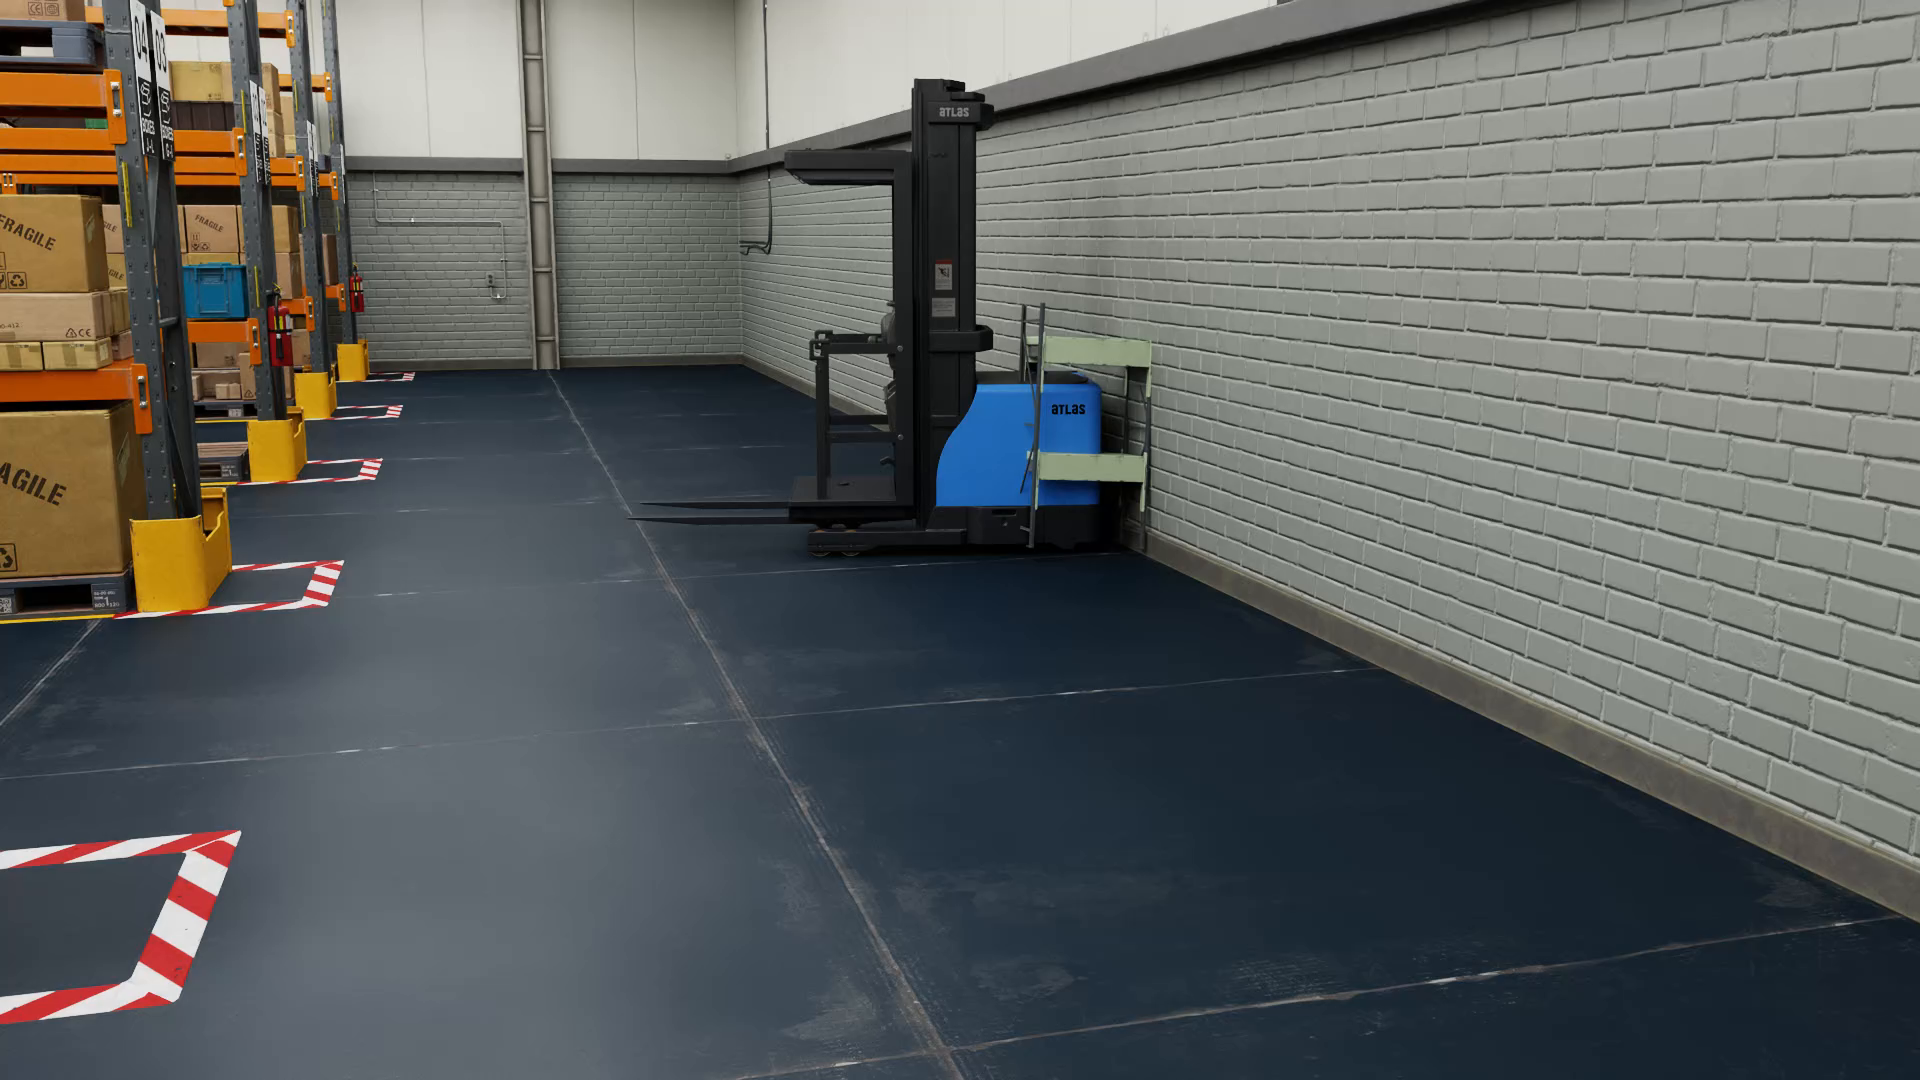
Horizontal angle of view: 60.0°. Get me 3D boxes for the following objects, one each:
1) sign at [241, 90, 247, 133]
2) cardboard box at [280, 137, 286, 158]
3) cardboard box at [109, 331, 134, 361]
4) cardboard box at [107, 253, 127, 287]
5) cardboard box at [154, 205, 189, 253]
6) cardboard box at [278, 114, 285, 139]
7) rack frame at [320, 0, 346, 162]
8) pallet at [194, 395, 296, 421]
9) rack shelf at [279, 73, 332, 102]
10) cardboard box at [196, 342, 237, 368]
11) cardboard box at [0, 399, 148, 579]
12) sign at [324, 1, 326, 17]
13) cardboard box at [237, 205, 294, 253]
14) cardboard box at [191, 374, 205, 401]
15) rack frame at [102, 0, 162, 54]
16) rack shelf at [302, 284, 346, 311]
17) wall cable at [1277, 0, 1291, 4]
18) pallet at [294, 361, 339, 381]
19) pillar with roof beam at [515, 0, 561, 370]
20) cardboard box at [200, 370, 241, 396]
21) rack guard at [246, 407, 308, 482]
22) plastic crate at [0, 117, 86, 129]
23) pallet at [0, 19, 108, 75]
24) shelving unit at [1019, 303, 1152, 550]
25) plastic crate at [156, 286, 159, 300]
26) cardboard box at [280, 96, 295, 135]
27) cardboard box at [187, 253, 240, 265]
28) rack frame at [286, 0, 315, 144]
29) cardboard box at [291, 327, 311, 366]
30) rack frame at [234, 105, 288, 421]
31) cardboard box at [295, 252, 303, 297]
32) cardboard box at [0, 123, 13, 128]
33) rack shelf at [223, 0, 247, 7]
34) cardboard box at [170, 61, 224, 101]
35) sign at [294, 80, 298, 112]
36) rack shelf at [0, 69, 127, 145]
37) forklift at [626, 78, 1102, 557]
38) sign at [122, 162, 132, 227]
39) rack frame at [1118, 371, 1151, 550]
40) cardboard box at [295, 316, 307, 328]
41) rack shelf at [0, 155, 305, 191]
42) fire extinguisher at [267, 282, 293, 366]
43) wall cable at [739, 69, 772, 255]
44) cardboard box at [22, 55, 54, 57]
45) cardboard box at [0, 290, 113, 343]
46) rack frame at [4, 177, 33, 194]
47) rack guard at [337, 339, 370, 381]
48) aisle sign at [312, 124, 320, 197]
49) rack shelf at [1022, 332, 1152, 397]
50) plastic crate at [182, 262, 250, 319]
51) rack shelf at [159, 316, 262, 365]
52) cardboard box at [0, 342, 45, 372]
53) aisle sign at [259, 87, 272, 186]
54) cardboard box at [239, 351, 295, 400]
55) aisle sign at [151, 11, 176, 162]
[{"bbox_3d":[-5.653,-3.381,13.130,0.005,0.325,0.100,-3,11,-16],"label":"sign"},{"bbox_3d":[-7.767,-4.333,18.426,0.500,0.250,0.500,-3,11,-16],"label":"cardboard box"},{"bbox_3d":[-4.871,-1.107,9.467,0.250,0.149,0.380,-3,11,-15],"label":"cardboard box"},{"bbox_3d":[-9.019,-2.816,17.780,0.500,0.500,0.500,-3,11,-17],"label":"cardboard box"},{"bbox_3d":[-8.535,-3.331,17.817,0.500,0.500,0.500,-3,11,-14],"label":"cardboard box"},{"bbox_3d":[-7.769,-4.580,18.386,0.500,0.250,0.500,-3,11,-16],"label":"cardboard box"},{"bbox_3d":[-8.591,-6.724,22.719,0.127,3.000,1.000,-3,11,-16],"label":"rack frame"},{"bbox_3d":[-8.041,-1.497,18.597,1.213,0.211,1.003,-3,11,-16],"label":"pallet"},{"bbox_3d":[-10.511,-6.073,22.270,4.000,0.370,1.077,-3,11,-16],"label":"rack shelf"},{"bbox_3d":[-10.198,-2.647,22.887,0.500,0.500,0.700,-3,11,-18],"label":"cardboard box"},{"bbox_3d":[-5.030,-0.306,9.133,0.875,0.875,0.875,-3,11,-16],"label":"cardboard box"},{"bbox_3d":[-8.453,-7.128,22.111,0.005,0.325,0.100,-3,11,-16],"label":"sign"},{"bbox_3d":[-7.553,-3.384,18.104,0.500,0.500,0.500,-3,11,-16],"label":"cardboard box"},{"bbox_3d":[-8.577,-1.664,18.179,0.500,0.250,0.500,-3,11,-16],"label":"cardboard box"},{"bbox_3d":[-4.438,-4.141,8.687,0.127,3.000,1.000,-3,11,-16],"label":"rack frame"},{"bbox_3d":[-10.511,-3.319,22.777,4.000,0.370,1.077,-3,11,-16],"label":"rack shelf"},{"bbox_3d":[1.955,-5.410,6.695,0.120,5.999,2.277,-3,11,-16],"label":"wall cable"},{"bbox_3d":[-9.337,-2.348,23.221,1.213,0.211,1.003,-3,11,-16],"label":"pallet"},{"bbox_3d":[-5.037,-6.263,20.212,0.400,9.000,9.100,-3,11,-16],"label":"pillar with roof beam"},{"bbox_3d":[-8.284,-1.774,18.775,0.500,0.250,0.500,-3,11,-16],"label":"cardboard box"},{"bbox_3d":[-5.803,-0.826,14.152,0.348,0.500,1.175,-3,11,-16],"label":"rack guard"},{"bbox_3d":[-7.366,-3.467,13.480,0.767,0.338,0.504,-3,11,-16],"label":"plastic crate"},{"bbox_3d":[-5.147,-2.583,8.752,1.213,0.211,1.003,-3,11,-16],"label":"pallet"},{"bbox_3d":[0.775,-0.712,10.470,0.755,1.500,0.431,1,6,-16],"label":"shelving unit"},{"bbox_3d":[-6.783,-2.010,13.979,0.300,0.233,0.416,-3,11,-16],"label":"plastic crate"},{"bbox_3d":[-9.218,-5.715,22.430,0.500,0.500,0.500,-3,11,-16],"label":"cardboard box"},{"bbox_3d":[-8.054,-2.865,18.050,0.500,0.500,0.500,-3,11,-15],"label":"cardboard box"},{"bbox_3d":[-7.203,-5.863,18.042,0.127,3.000,1.000,-3,11,-16],"label":"rack frame"},{"bbox_3d":[-9.235,-2.698,23.163,0.500,0.500,0.700,-3,11,-16],"label":"cardboard box"},{"bbox_3d":[-5.822,-2.052,13.907,0.127,3.000,1.000,-3,11,-16],"label":"rack frame"},{"bbox_3d":[-7.703,-2.986,18.703,0.500,0.500,0.500,-3,11,-15],"label":"cardboard box"},{"bbox_3d":[-10.028,-4.365,17.221,0.500,0.250,0.500,-3,11,-16],"label":"cardboard box"},{"bbox_3d":[-7.742,-4.350,12.915,4.000,0.370,1.077,-3,11,-16],"label":"rack shelf"},{"bbox_3d":[-8.195,-4.890,18.000,0.500,0.500,0.700,-3,11,-16],"label":"cardboard box"},{"bbox_3d":[-7.067,-4.726,17.704,0.005,0.325,0.100,-3,11,-16],"label":"sign"},{"bbox_3d":[-6.358,-2.211,8.474,4.000,0.370,1.077,-3,11,-16],"label":"rack shelf"},{"bbox_3d":[-0.628,-1.436,10.749,3.031,2.935,1.130,-1,10,-3],"label":"forklift"},{"bbox_3d":[-4.299,-1.782,8.587,0.005,0.325,0.100,-3,11,-16],"label":"sign"},{"bbox_3d":[1.127,-0.707,10.570,0.023,1.500,0.400,1,6,-16],"label":"rack frame"},{"bbox_3d":[-9.171,-3.058,23.328,0.250,0.149,0.380,-3,11,-16],"label":"cardboard box"},{"bbox_3d":[-9.123,-3.933,17.829,4.000,0.370,1.077,-3,11,-16],"label":"rack shelf"},{"bbox_3d":[-5.550,-1.759,13.560,0.183,0.674,0.296,-3,11,-16],"label":"fire extinguisher"},{"bbox_3d":[-3.061,-5.421,24.217,0.112,2.526,3.097,-3,11,-16],"label":"wall cable"},{"bbox_3d":[-9.589,-4.785,17.431,0.500,0.500,0.700,-3,11,-16],"label":"cardboard box"},{"bbox_3d":[-4.829,-1.193,8.833,0.500,0.250,0.500,-3,11,-17],"label":"cardboard box"},{"bbox_3d":[-12.432,-3.572,22.162,0.127,3.000,1.000,-3,11,-16],"label":"rack frame"},{"bbox_3d":[-8.568,-2.546,23.495,0.348,0.500,1.175,-3,11,-16],"label":"rack guard"},{"bbox_3d":[-7.220,-4.246,18.646,0.004,0.787,0.394,-3,11,-16],"label":"aisle sign"},{"bbox_3d":[0.791,-1.100,10.431,0.720,0.370,0.431,1,6,-16],"label":"rack shelf"},{"bbox_3d":[-6.091,-2.049,13.630,0.499,0.435,0.616,-3,11,-16],"label":"plastic crate"},{"bbox_3d":[-7.742,-1.597,13.422,4.000,0.370,1.077,-3,11,-16],"label":"rack shelf"},{"bbox_3d":[-4.937,-0.979,8.771,0.250,0.149,0.380,-3,11,-15],"label":"cardboard box"},{"bbox_3d":[-5.836,-3.386,13.972,0.004,0.787,0.394,-3,11,-16],"label":"aisle sign"},{"bbox_3d":[-7.656,-1.830,18.390,0.500,0.500,0.500,-3,11,-16],"label":"cardboard box"},{"bbox_3d":[-4.452,-2.525,9.297,0.004,0.787,0.394,-3,11,-16],"label":"aisle sign"}]
